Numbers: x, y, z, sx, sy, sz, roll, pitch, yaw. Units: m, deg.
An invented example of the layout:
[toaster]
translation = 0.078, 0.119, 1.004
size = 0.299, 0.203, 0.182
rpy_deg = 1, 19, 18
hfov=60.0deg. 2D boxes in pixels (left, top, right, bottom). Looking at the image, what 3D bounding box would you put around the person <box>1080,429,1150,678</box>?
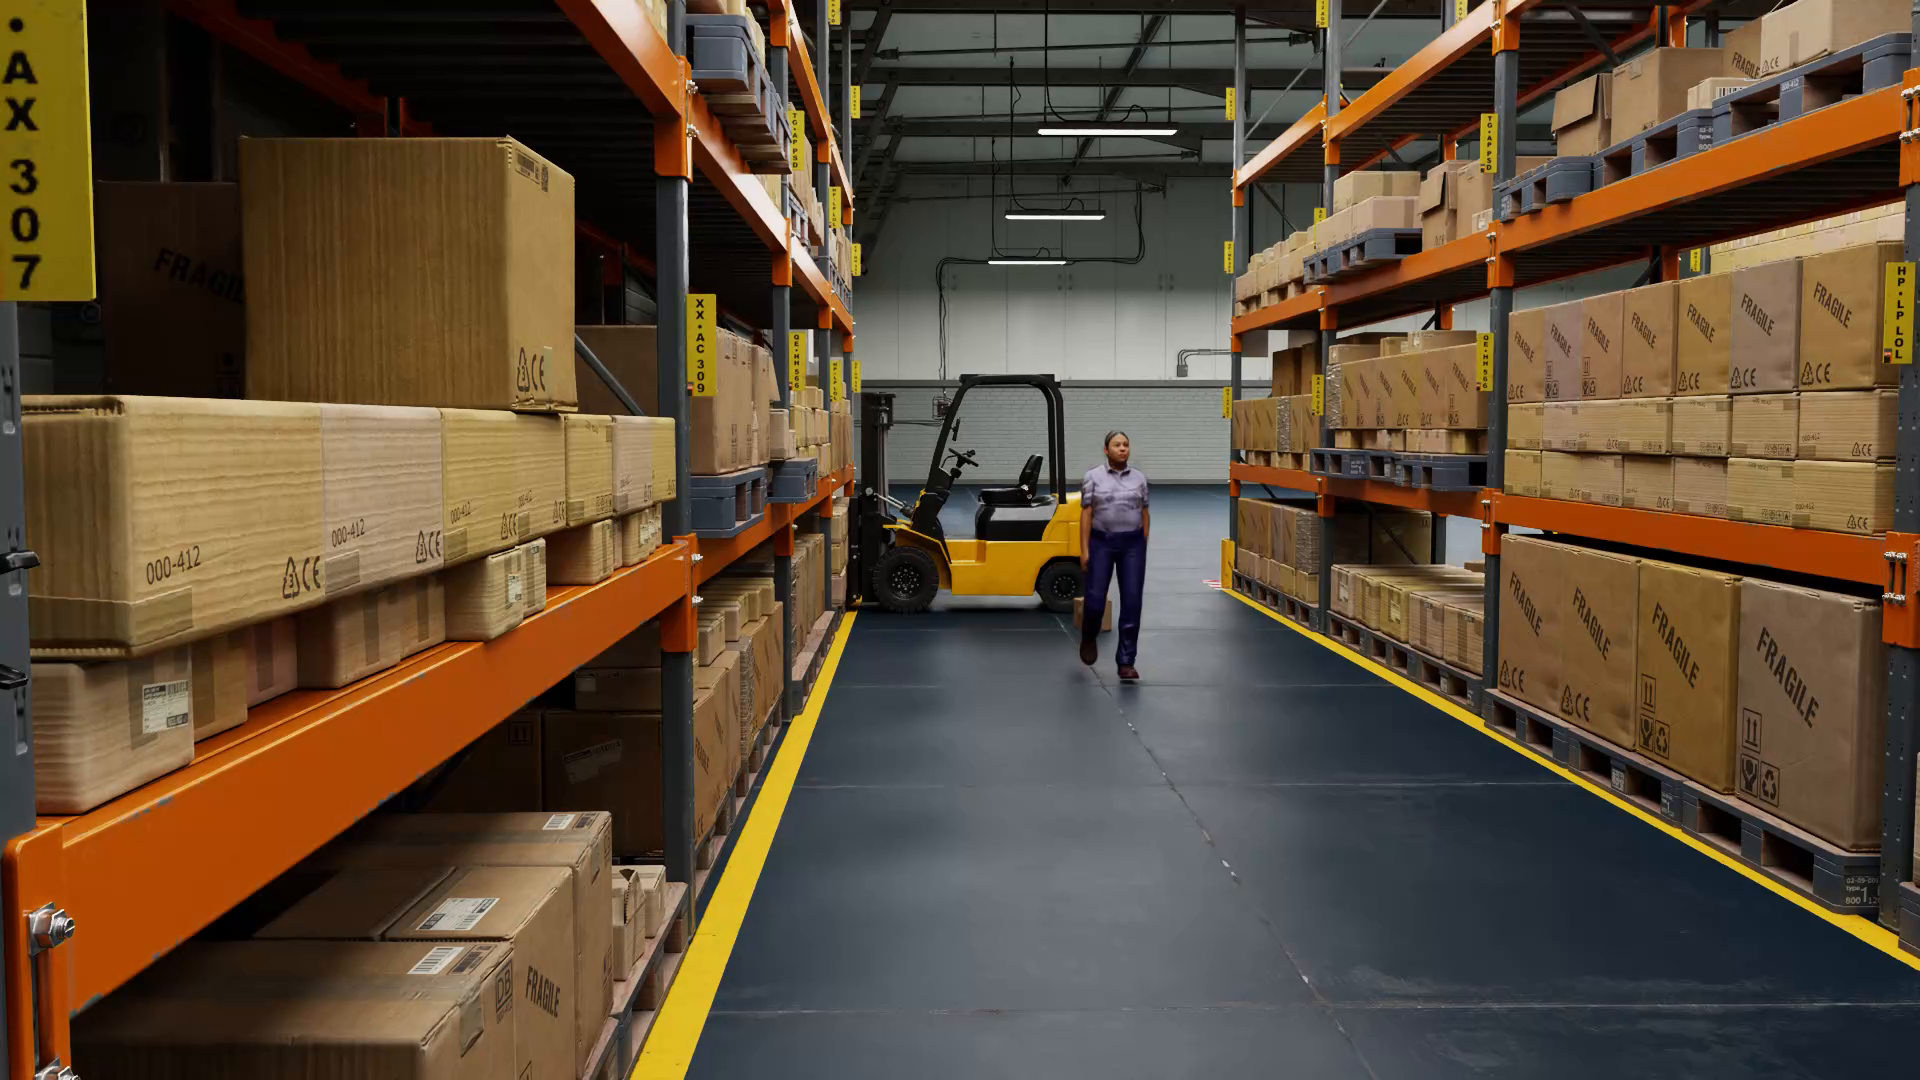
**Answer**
[person]
translation = 1.029, 0.080, 11.064
size = 0.482, 1.630, 0.607
rpy_deg = 0, 4, -6
